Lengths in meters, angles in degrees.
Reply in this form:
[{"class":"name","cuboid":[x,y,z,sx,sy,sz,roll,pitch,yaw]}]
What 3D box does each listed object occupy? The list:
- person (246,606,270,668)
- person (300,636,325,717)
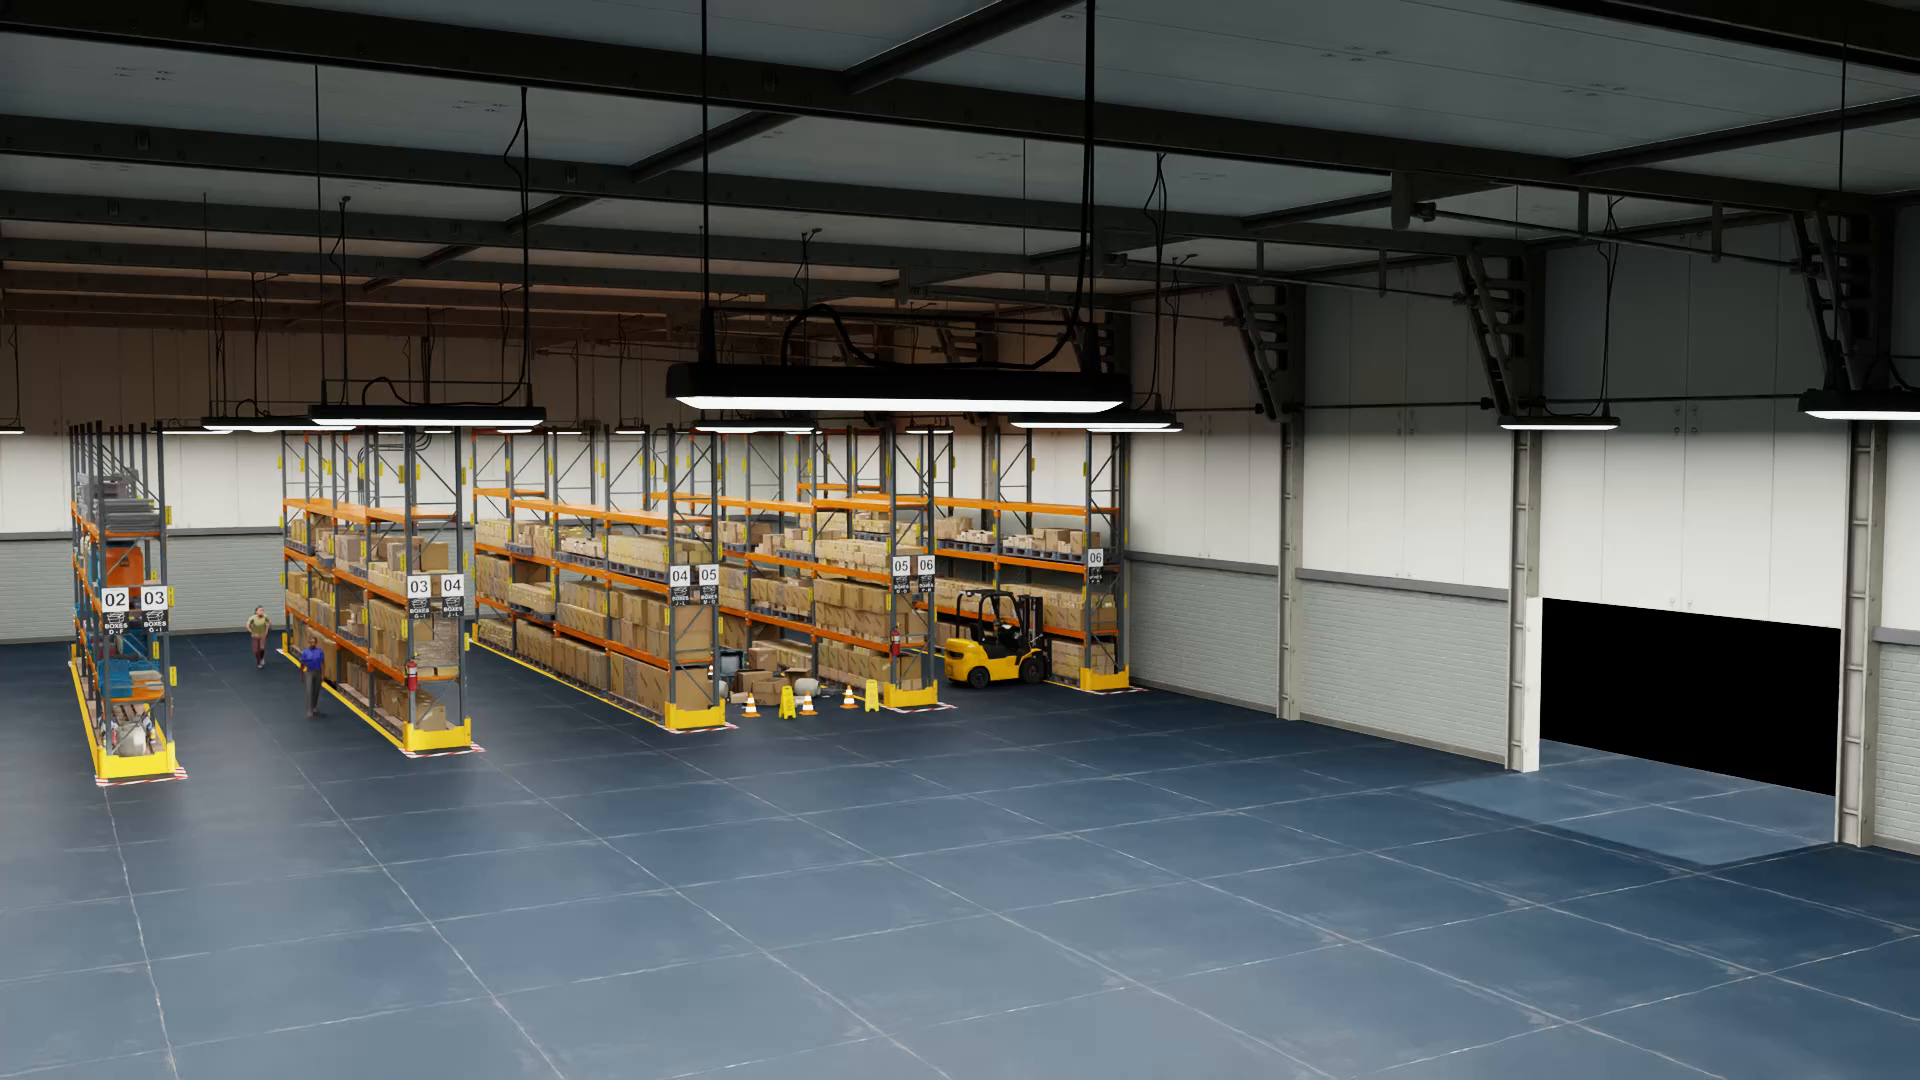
[{"class":"person","cuboid":[-17.375,2.392,41.192,0.525,1.578,0.689,-1,4,-18]},{"class":"person","cuboid":[-13.270,2.785,34.130,0.478,1.612,0.946,-3,4,-37]}]
